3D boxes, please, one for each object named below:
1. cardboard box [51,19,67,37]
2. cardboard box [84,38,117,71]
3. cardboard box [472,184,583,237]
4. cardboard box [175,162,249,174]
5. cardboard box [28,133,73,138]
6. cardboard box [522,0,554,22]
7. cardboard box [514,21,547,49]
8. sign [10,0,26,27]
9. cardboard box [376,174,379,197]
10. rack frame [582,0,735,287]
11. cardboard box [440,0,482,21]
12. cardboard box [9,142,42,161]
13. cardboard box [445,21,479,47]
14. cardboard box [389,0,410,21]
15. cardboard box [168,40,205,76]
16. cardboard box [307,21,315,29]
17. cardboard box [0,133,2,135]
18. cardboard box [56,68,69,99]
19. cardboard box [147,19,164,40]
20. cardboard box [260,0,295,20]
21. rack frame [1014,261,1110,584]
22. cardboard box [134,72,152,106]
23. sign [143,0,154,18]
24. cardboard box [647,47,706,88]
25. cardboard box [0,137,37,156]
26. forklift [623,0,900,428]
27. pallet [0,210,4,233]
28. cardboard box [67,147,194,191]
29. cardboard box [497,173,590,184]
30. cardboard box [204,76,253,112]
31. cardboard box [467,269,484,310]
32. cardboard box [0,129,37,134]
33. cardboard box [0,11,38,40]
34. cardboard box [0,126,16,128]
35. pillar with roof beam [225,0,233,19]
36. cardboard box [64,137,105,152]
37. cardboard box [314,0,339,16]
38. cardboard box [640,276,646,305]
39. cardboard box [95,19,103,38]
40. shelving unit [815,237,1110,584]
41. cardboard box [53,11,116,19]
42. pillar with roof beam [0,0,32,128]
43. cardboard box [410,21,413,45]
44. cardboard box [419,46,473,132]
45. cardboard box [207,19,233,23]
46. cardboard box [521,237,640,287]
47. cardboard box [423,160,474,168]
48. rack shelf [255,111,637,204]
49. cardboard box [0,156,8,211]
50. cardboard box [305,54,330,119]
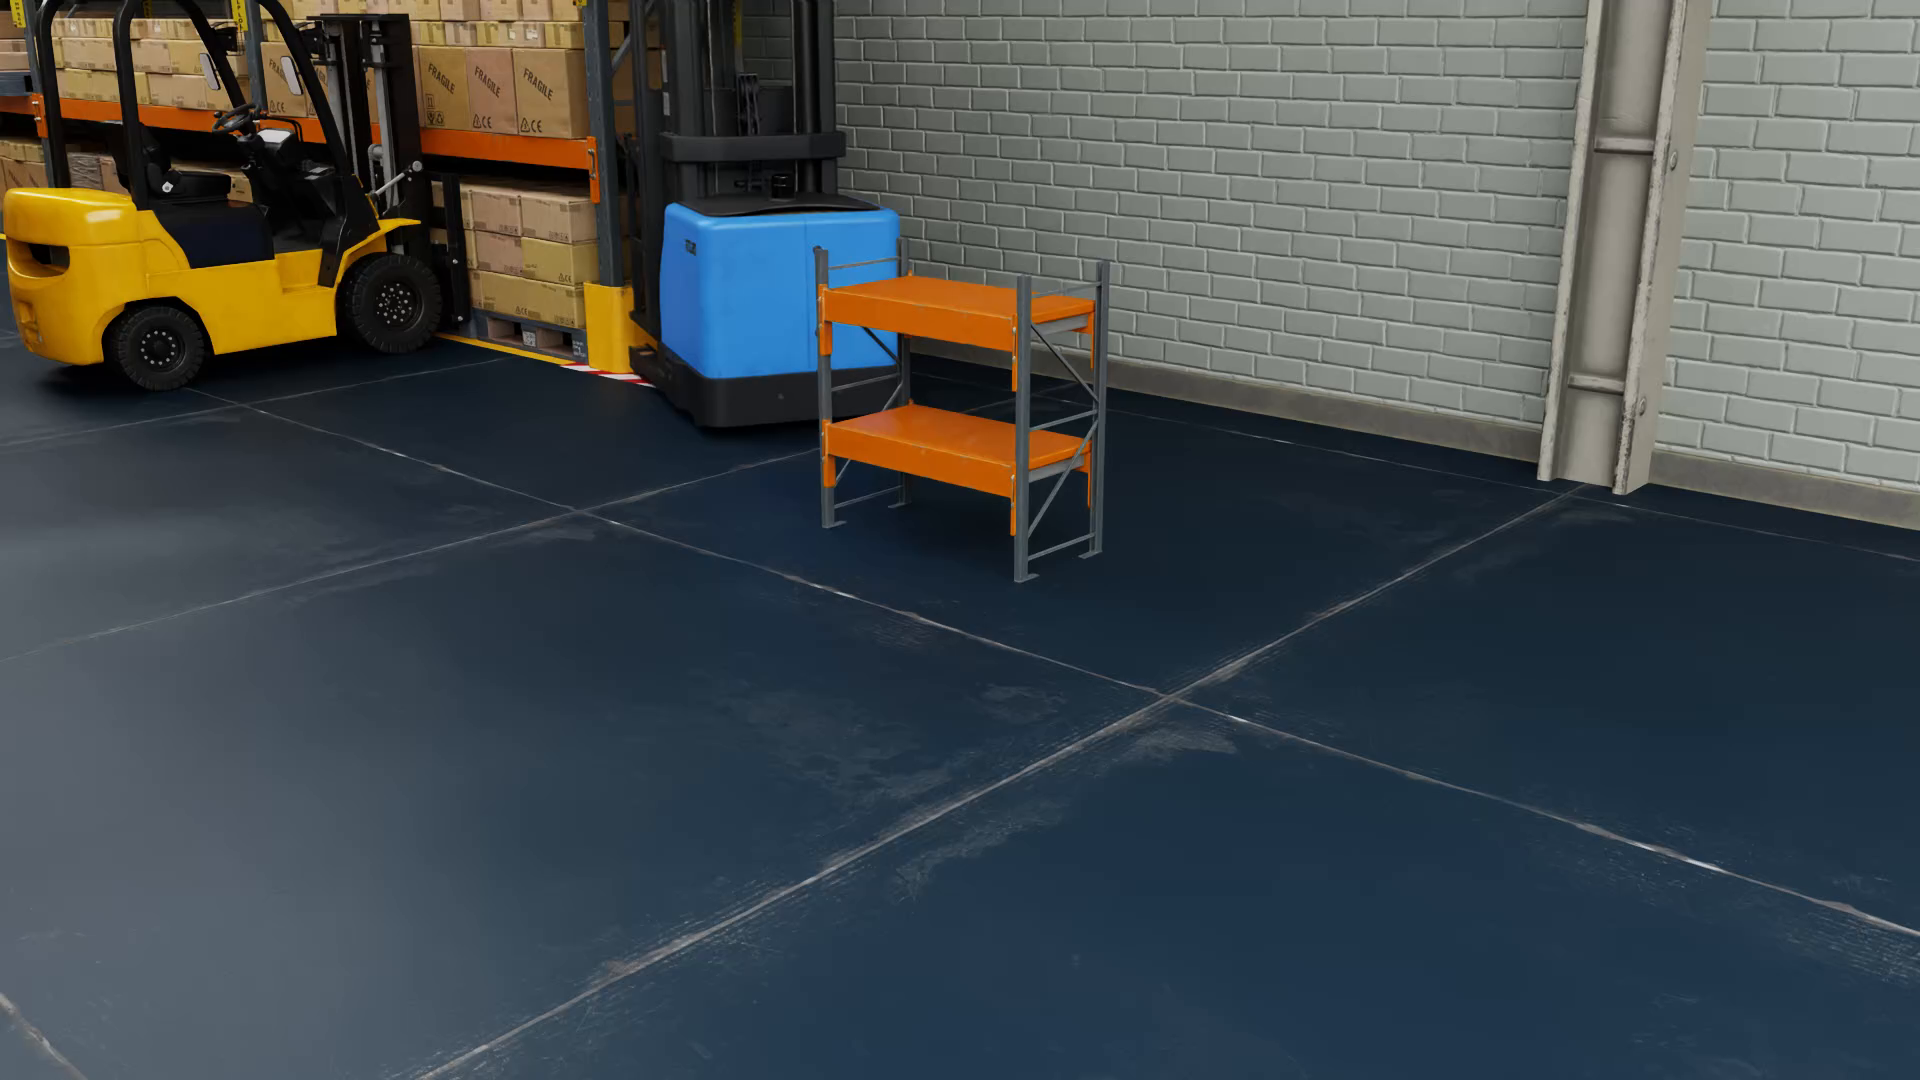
[{"bbox_3d":[-7.466,-4.339,14.086,0.250,0.149,0.380,16,23,40],"label":"cardboard box"},{"bbox_3d":[-6.786,-3.978,13.609,0.500,0.250,0.500,14,23,38],"label":"cardboard box"},{"bbox_3d":[-2.663,-2.049,10.306,0.500,0.250,0.500,16,23,40],"label":"cardboard box"},{"bbox_3d":[-5.690,-2.691,13.362,0.625,0.625,0.875,15,23,39],"label":"cardboard box"},{"bbox_3d":[-8.895,-3.906,16.327,0.250,0.149,0.380,15,23,40],"label":"cardboard box"},{"bbox_3d":[-2.339,-3.125,9.769,0.250,0.149,0.380,15,23,39],"label":"cardboard box"},{"bbox_3d":[-2.382,-2.967,9.764,0.250,0.149,0.380,16,23,40],"label":"cardboard box"},{"bbox_3d":[-8.062,-4.555,14.223,0.005,0.325,0.100,15,23,39],"label":"sign"},{"bbox_3d":[-3.808,-2.358,11.282,0.500,0.250,0.500,16,24,41],"label":"cardboard box"},{"bbox_3d":[-1.726,-2.559,9.717,0.127,3.000,1.000,15,23,39],"label":"rack frame"},{"bbox_3d":[-2.958,-3.265,10.212,0.250,0.149,0.380,16,23,41],"label":"cardboard box"},{"bbox_3d":[-8.471,-3.573,15.278,0.250,0.149,0.380,14,22,36],"label":"cardboard box"},{"bbox_3d":[-2.944,-3.128,10.272,0.250,0.149,0.380,14,22,38],"label":"cardboard box"},{"bbox_3d":[-3.462,-3.443,10.773,0.250,0.149,0.380,15,23,39],"label":"cardboard box"},{"bbox_3d":[-5.644,-3.672,12.644,0.500,0.250,0.500,14,23,38],"label":"cardboard box"},{"bbox_3d":[-4.246,-3.498,11.438,0.250,0.149,0.380,15,23,39],"label":"cardboard box"},{"bbox_3d":[-9.591,-3.906,16.328,0.250,0.149,0.380,16,24,41],"label":"cardboard box"},{"bbox_3d":[-7.540,-3.950,14.347,0.500,0.250,0.500,15,23,39],"label":"cardboard box"},{"bbox_3d":[-6.096,-3.988,12.980,0.250,0.149,0.380,15,23,40],"label":"cardboard box"},{"bbox_3d":[-4.676,-3.730,11.677,0.250,0.149,0.380,16,23,40],"label":"cardboard box"},{"bbox_3d":[0.375,-0.435,6.124,0.032,1.125,0.500,15,23,39],"label":"rack frame"},{"bbox_3d":[-6.390,-3.641,13.375,0.500,0.250,0.500,16,24,41],"label":"cardboard box"},{"bbox_3d":[-7.343,-4.844,15.001,0.005,0.325,0.100,15,23,39],"label":"sign"},{"bbox_3d":[-1.912,-2.769,10.214,0.500,0.500,0.500,16,24,41],"label":"cardboard box"},{"bbox_3d":[-8.993,-3.749,15.833,0.250,0.149,0.380,15,23,38],"label":"cardboard box"},{"bbox_3d":[-1.294,-2.350,9.171,1.130,2.935,3.031,-7,19,-21],"label":"forklift"},{"bbox_3d":[-9.151,-3.240,16.472,1.213,0.211,1.003,15,23,39],"label":"pallet"},{"bbox_3d":[-7.252,-3.106,14.670,0.625,0.625,0.875,16,24,41],"label":"cardboard box"},{"bbox_3d":[-2.703,-2.267,10.995,0.500,0.250,0.500,15,23,39],"label":"cardboard box"},{"bbox_3d":[-5.268,-3.333,12.403,0.500,0.250,0.500,16,23,40],"label":"cardboard box"},{"bbox_3d":[-3.021,-1.676,10.786,0.500,0.250,0.500,15,23,40],"label":"cardboard box"},{"bbox_3d":[-9.467,-4.067,16.833,0.250,0.149,0.380,16,24,41],"label":"cardboard box"},{"bbox_3d":[-9.053,-4.701,15.601,0.637,0.503,0.797,14,23,38],"label":"cardboard box"},{"bbox_3d":[-10.034,-4.226,17.336,0.250,0.149,0.380,15,23,39],"label":"cardboard box"},{"bbox_3d":[-8.993,-5.993,10.620,0.400,9.000,9.100,15,23,39],"label":"pillar with roof beam"},{"bbox_3d":[-8.313,-3.750,15.835,0.250,0.149,0.380,15,23,40],"label":"cardboard box"},{"bbox_3d":[-4.099,-3.574,11.185,0.250,0.149,0.380,16,23,40],"label":"cardboard box"},{"bbox_3d":[-1.963,-1.592,10.520,0.500,0.250,0.500,15,23,39],"label":"cardboard box"},{"bbox_3d":[-6.845,-4.199,13.648,0.250,0.149,0.380,15,23,40],"label":"cardboard box"},{"bbox_3d":[-0.005,-0.538,6.446,1.048,1.125,0.538,15,23,39],"label":"shelving unit"},{"bbox_3d":[-7.990,-4.552,15.137,0.500,0.500,0.500,16,24,42],"label":"cardboard box"},{"bbox_3d":[-13.481,-7.198,14.416,0.400,9.000,9.100,15,23,39],"label":"pillar with roof beam"},{"bbox_3d":[-3.510,-3.281,10.753,0.250,0.149,0.380,14,23,38],"label":"cardboard box"},{"bbox_3d":[-3.033,-2.856,10.485,0.500,0.500,0.500,14,23,38],"label":"cardboard box"},{"bbox_3d":[-5.473,-3.846,12.535,0.250,0.149,0.380,15,23,39],"label":"cardboard box"},{"bbox_3d":[-2.297,-1.714,10.079,0.500,0.250,0.500,15,23,39],"label":"cardboard box"},{"bbox_3d":[-3.832,-2.575,11.966,0.500,0.250,0.500,15,23,38],"label":"cardboard box"},{"bbox_3d":[-3.222,-2.618,11.092,4.000,0.370,1.077,15,23,39],"label":"rack shelf"},{"bbox_3d":[-8.929,-3.418,15.861,0.500,0.500,0.500,16,24,42],"label":"cardboard box"},{"bbox_3d":[-4.158,-3.161,11.448,0.500,0.500,0.500,16,23,40],"label":"cardboard box"}]
